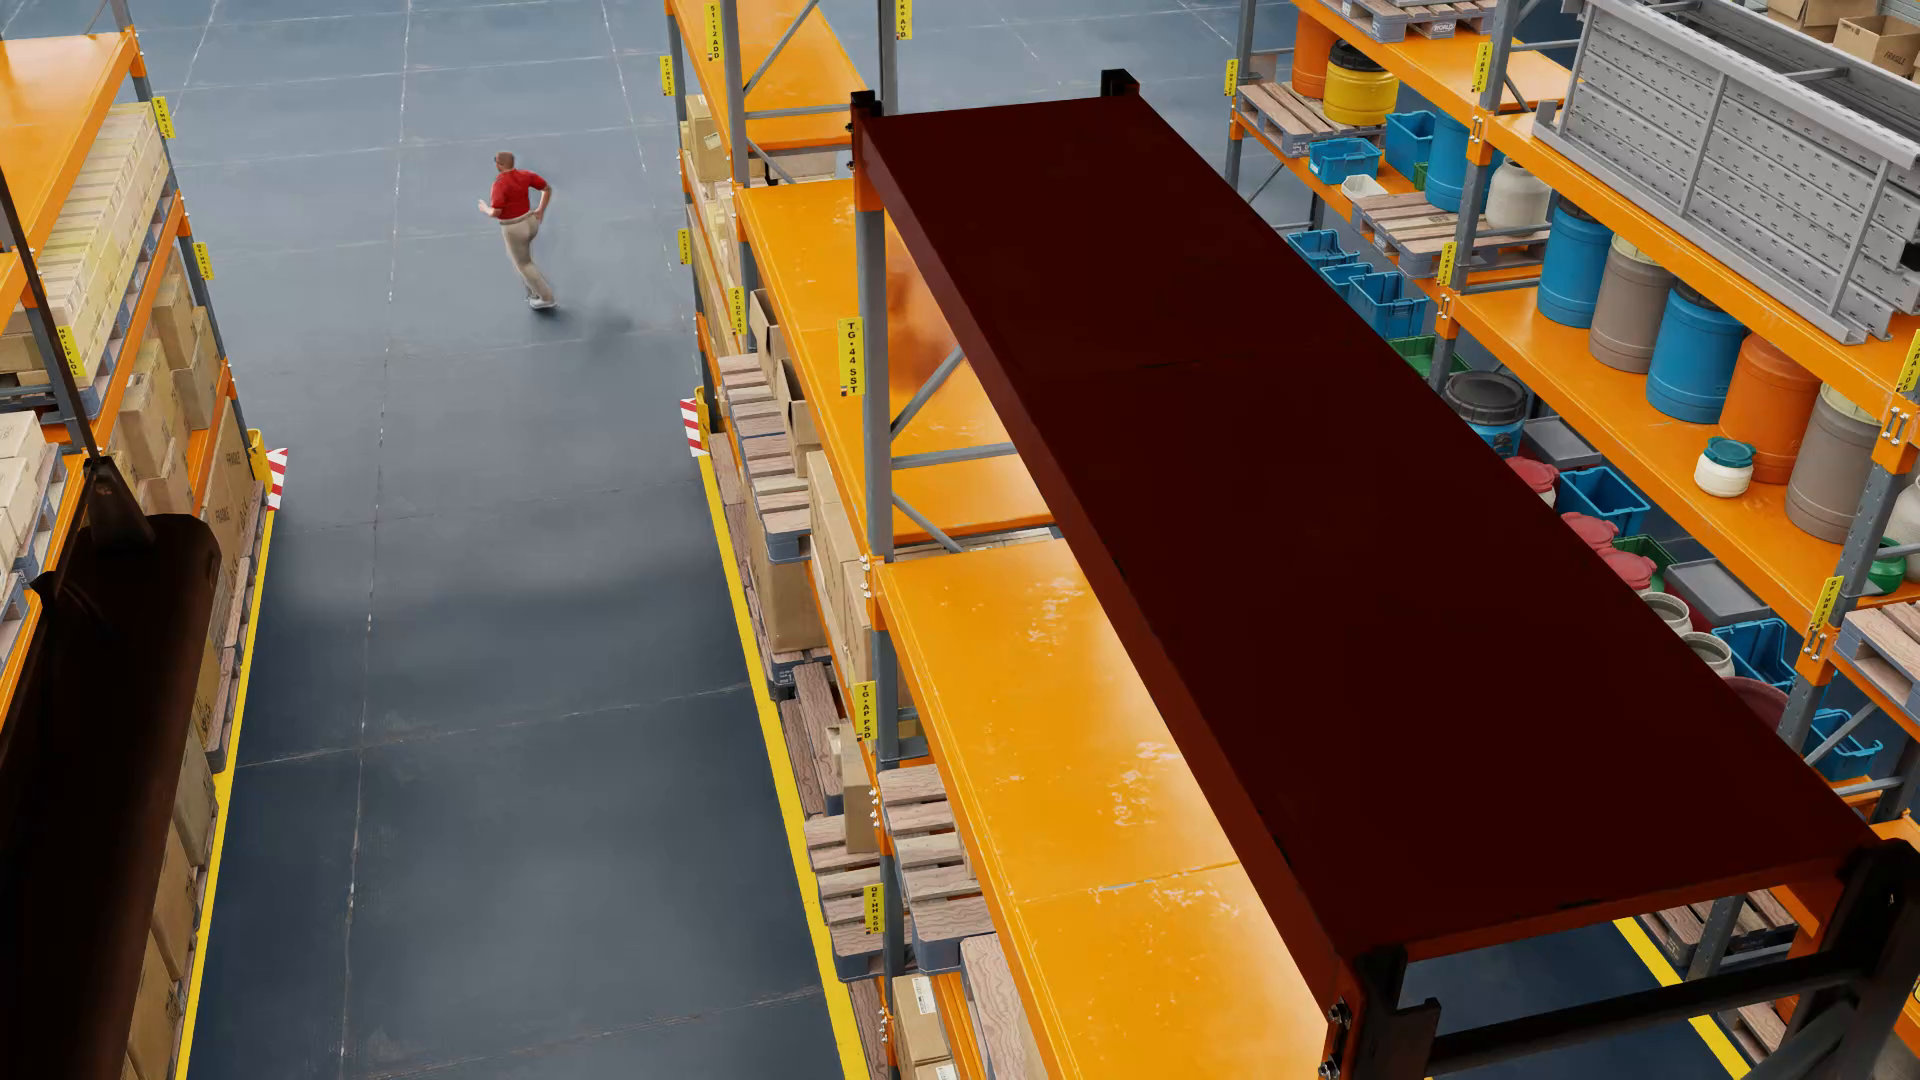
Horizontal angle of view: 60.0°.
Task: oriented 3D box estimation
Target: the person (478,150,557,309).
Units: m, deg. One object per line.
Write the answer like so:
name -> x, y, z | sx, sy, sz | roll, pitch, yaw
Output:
person -> -4.603, -3.192, 17.275 | 0.757, 1.780, 0.648 | 13, 37, 19
